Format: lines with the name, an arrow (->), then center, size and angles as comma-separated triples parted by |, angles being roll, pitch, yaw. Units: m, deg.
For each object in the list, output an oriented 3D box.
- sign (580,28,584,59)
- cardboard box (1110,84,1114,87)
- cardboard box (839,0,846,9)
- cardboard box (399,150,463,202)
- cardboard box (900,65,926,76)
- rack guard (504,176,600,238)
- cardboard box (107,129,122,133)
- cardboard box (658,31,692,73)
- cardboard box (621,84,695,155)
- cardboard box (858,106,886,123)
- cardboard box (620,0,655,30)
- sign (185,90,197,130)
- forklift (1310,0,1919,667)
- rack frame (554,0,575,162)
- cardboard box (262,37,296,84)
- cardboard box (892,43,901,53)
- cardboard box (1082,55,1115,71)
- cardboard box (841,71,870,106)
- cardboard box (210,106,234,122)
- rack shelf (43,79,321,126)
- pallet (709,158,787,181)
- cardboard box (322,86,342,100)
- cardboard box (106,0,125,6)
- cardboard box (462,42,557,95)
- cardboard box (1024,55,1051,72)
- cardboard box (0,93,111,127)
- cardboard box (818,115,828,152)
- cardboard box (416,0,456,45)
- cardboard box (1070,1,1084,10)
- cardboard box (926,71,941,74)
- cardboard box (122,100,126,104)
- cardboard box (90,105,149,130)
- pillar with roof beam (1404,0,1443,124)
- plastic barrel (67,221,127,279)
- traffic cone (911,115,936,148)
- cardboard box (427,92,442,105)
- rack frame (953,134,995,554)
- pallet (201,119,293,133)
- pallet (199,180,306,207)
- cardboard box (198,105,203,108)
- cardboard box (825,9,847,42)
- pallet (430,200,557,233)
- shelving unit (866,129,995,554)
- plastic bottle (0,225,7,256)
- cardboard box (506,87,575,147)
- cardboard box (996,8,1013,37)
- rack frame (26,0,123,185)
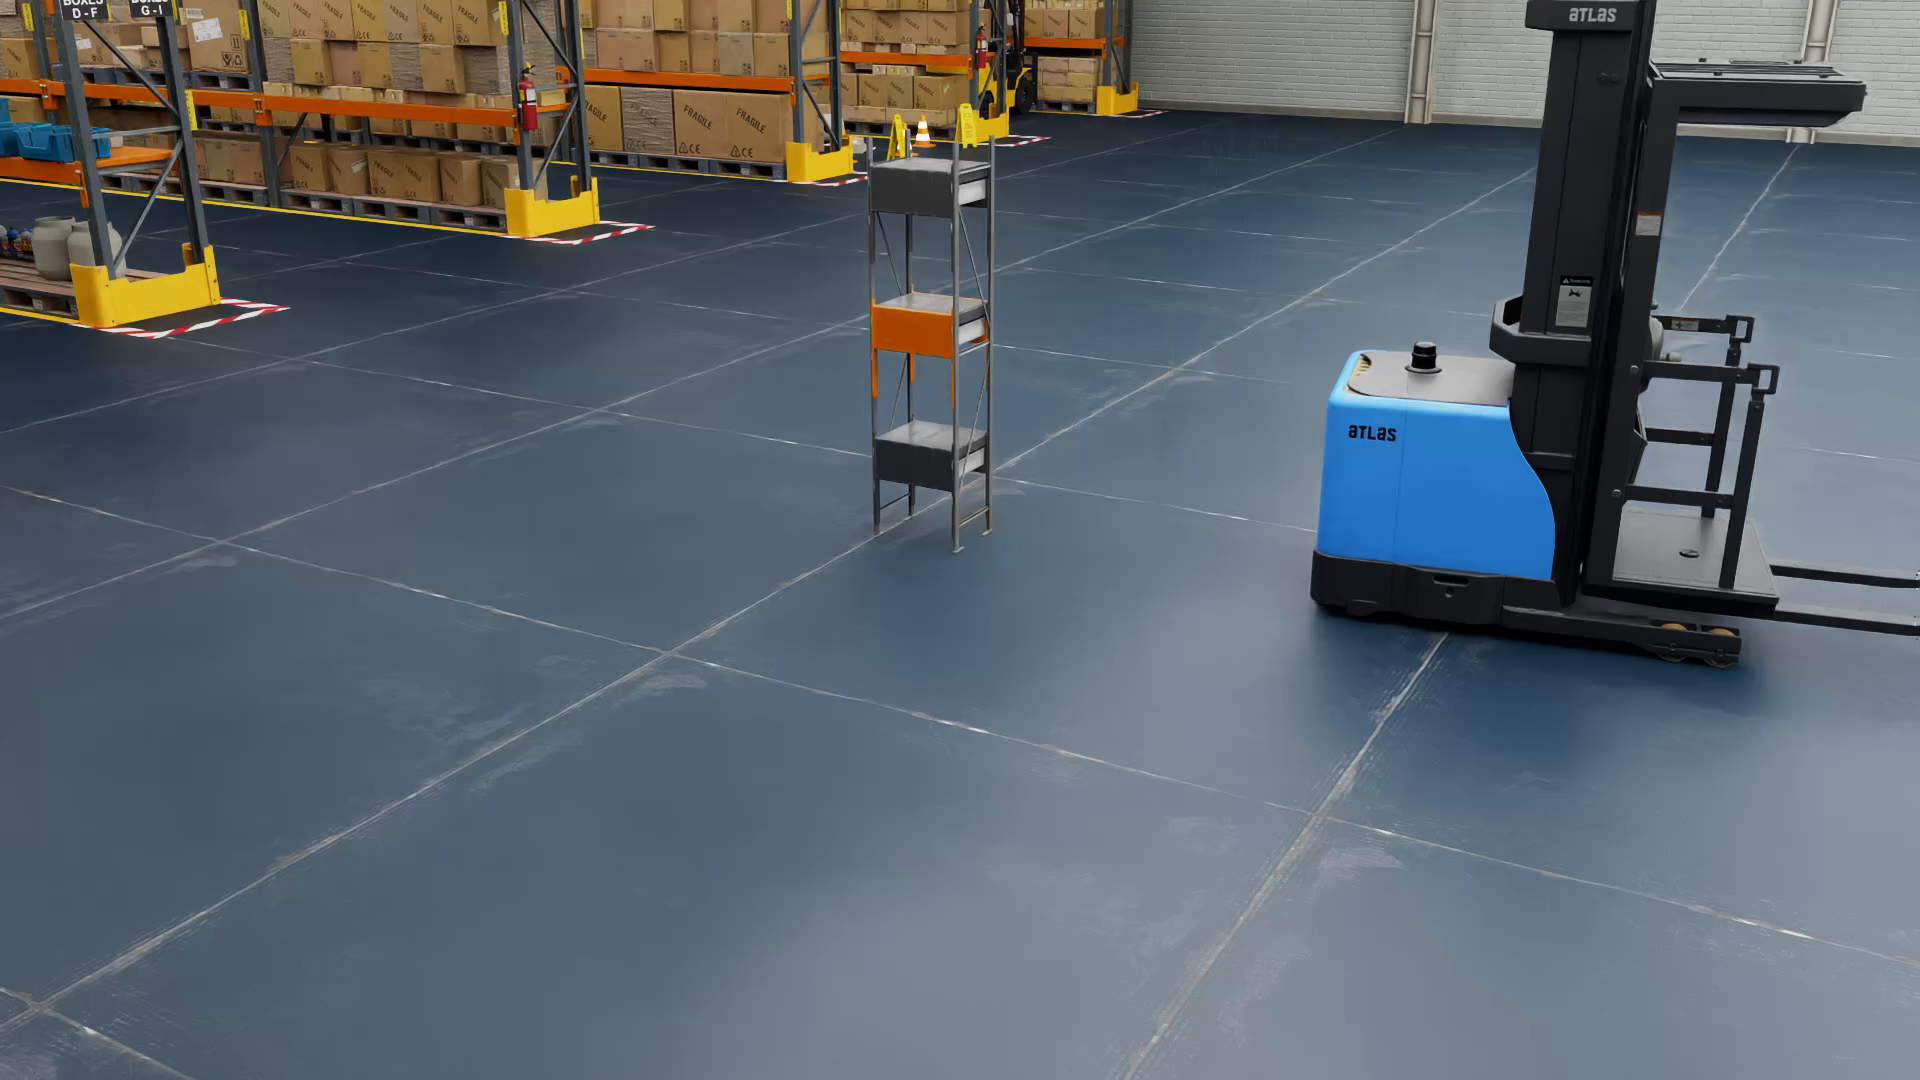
sign -> -4.130, -5.393, 18.065 | 0.005, 0.325, 0.100 | 11, 23, 27
cardboard box -> 2.522, -8.298, 30.759 | 0.500, 0.250, 0.500 | 11, 23, 28
cardboard box -> -1.915, -8.776, 26.612 | 0.500, 0.500, 0.700 | 10, 22, 26
cardboard box -> -6.008, -4.155, 18.971 | 0.500, 0.500, 0.500 | 13, 24, 32
cardboard box -> -0.742, -7.434, 26.326 | 0.250, 0.149, 0.380 | 12, 23, 29
rack guard -> -4.461, -3.662, 18.229 | 0.348, 0.500, 1.175 | 11, 23, 27
cardboard box -> -10.784, -5.082, 21.496 | 0.500, 0.500, 0.700 | 10, 22, 24
cardboard box -> -3.635, -6.695, 22.702 | 0.500, 0.550, 0.875 | 11, 23, 27
cardboard box -> -4.076, -5.874, 23.160 | 0.875, 0.875, 0.875 | 11, 23, 28
cardboard box -> -1.307, -6.908, 26.927 | 0.500, 0.250, 0.500 | 10, 22, 25
cardboard box -> -4.133, -7.269, 22.701 | 0.550, 0.550, 0.875 | 11, 23, 27
sign -> -6.538, -3.644, 14.105 | 0.005, 0.325, 0.100 | 11, 23, 27
forklift -> 3.241, -1.021, 7.382 | 3.031, 2.935, 1.130 | 7, 21, 17
rack frame -> -5.380, -6.950, 23.626 | 0.127, 3.000, 1.000 | 11, 23, 27
cardboard box -> -7.524, -5.584, 19.277 | 0.500, 0.500, 0.875 | 11, 23, 27
cardboard box -> -0.876, -7.832, 26.426 | 0.250, 0.149, 0.380 | 11, 23, 28
cardboard box -> 2.528, -8.765, 30.578 | 0.500, 0.250, 0.500 | 10, 22, 26
cardboard box -> -1.746, -7.347, 27.037 | 0.500, 0.500, 0.500 | 12, 23, 30
cardboard box -> -11.848, -7.101, 27.092 | 0.500, 0.500, 0.500 | 12, 23, 29
rack shelf -> -9.633, -5.485, 20.641 | 4.000, 0.370, 1.077 | 11, 23, 27
pallet -> -2.624, -5.083, 22.570 | 1.213, 0.211, 1.003 | 11, 23, 27
cardboard box -> -6.981, -5.075, 18.826 | 0.250, 0.149, 0.380 | 11, 23, 27
cardboard box -> -13.800, -9.109, 27.528 | 0.500, 0.500, 0.500 | 11, 23, 29
cardboard box -> -4.862, -5.111, 17.974 | 0.500, 0.500, 0.875 | 11, 23, 27
cardboard box -> 1.407, -8.776, 30.610 | 0.500, 0.250, 0.500 | 11, 23, 28
cardboard box -> -11.971, -5.475, 22.059 | 0.875, 0.875, 1.225 | 10, 22, 25
cardboard box -> -2.330, -6.140, 25.054 | 0.637, 0.503, 0.797 | -4, 20, -10
cardboard box -> -5.435, -5.581, 17.803 | 0.500, 0.500, 0.500 | 11, 23, 27
cardboard box -> 2.179, -9.613, 29.870 | 0.250, 0.149, 0.380 | 11, 23, 28
cardboard box -> -0.611, -7.338, 27.013 | 0.500, 0.500, 0.500 | 10, 22, 25
cardboard box -> -14.118, -7.531, 28.356 | 0.250, 0.149, 0.380 | 12, 23, 30
cardboard box -> -10.780, -5.437, 21.376 | 0.500, 0.250, 0.500 | 12, 23, 29
pillar with roof beam -> 5.826, -10.178, 23.728 | 0.400, 9.000, 9.100 | 11, 23, 27
plastic barrel -> -7.422, -2.465, 14.294 | 0.421, 0.512, 0.421 | 0, 20, 0
traffic cone -> -0.566, -6.270, 25.472 | 0.334, 0.463, 0.336 | 11, 23, 27
cardboard box -> -5.614, -4.861, 18.235 | 0.250, 0.149, 0.380 | 11, 23, 27
rack frame -> 0.069, -0.974, 8.471 | 0.015, 2.100, 0.400 | 11, 23, 27
pallet -> -11.684, -6.840, 27.413 | 1.213, 0.211, 1.003 | 11, 23, 27
pallet -> -8.567, -4.308, 20.433 | 1.213, 0.211, 1.003 | 11, 23, 27
cardboard box -> -12.794, -7.235, 27.541 | 0.250, 0.149, 0.380 | 11, 23, 28
cardboard box -> -1.924, -8.307, 26.784 | 0.500, 0.500, 0.500 | 11, 22, 27
pallet -> -5.153, -3.672, 18.679 | 1.213, 0.211, 1.003 | 11, 23, 27
shelving unit -> -0.145, -1.015, 8.583 | 0.503, 2.100, 0.431 | 11, 23, 27
plastic bottle -> -9.010, -2.807, 15.553 | 0.135, 0.276, 0.152 | 11, 23, 28
cardboard box -> -5.966, -6.166, 24.148 | 0.750, 0.750, 1.050 | 11, 23, 27
cardboard box -> 0.958, -9.559, 30.671 | 0.500, 0.500, 0.500 | 11, 23, 28
rack frame -> -11.379, -6.155, 21.435 | 0.127, 3.000, 1.000 | 11, 23, 27
